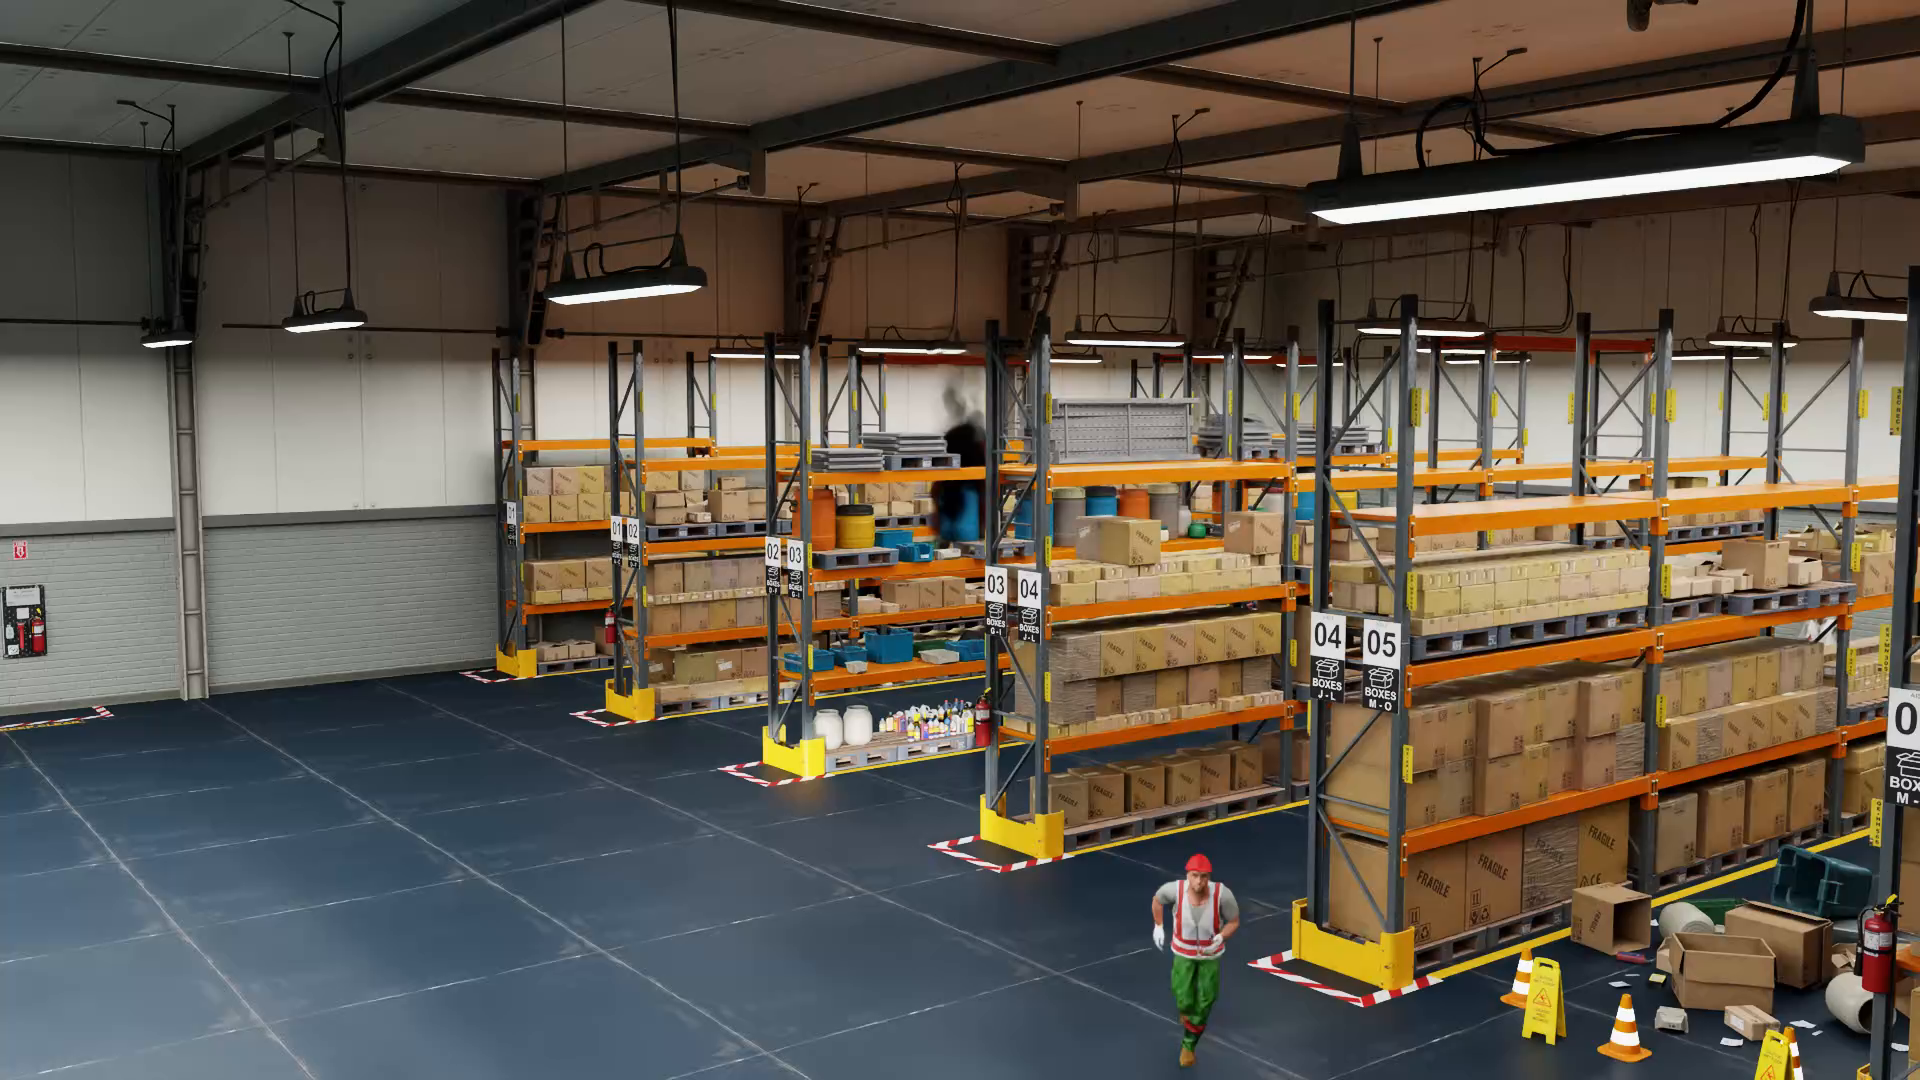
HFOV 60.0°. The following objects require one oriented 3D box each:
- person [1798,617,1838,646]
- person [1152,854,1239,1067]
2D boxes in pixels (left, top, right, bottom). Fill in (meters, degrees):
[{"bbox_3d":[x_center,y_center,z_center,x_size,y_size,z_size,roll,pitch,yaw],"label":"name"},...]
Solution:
[{"bbox_3d":[14.048,1.880,27.181,0.662,1.750,0.961,5,7,43],"label":"person"},{"bbox_3d":[1.810,3.205,12.790,0.652,1.707,0.747,0,5,3],"label":"person"}]
